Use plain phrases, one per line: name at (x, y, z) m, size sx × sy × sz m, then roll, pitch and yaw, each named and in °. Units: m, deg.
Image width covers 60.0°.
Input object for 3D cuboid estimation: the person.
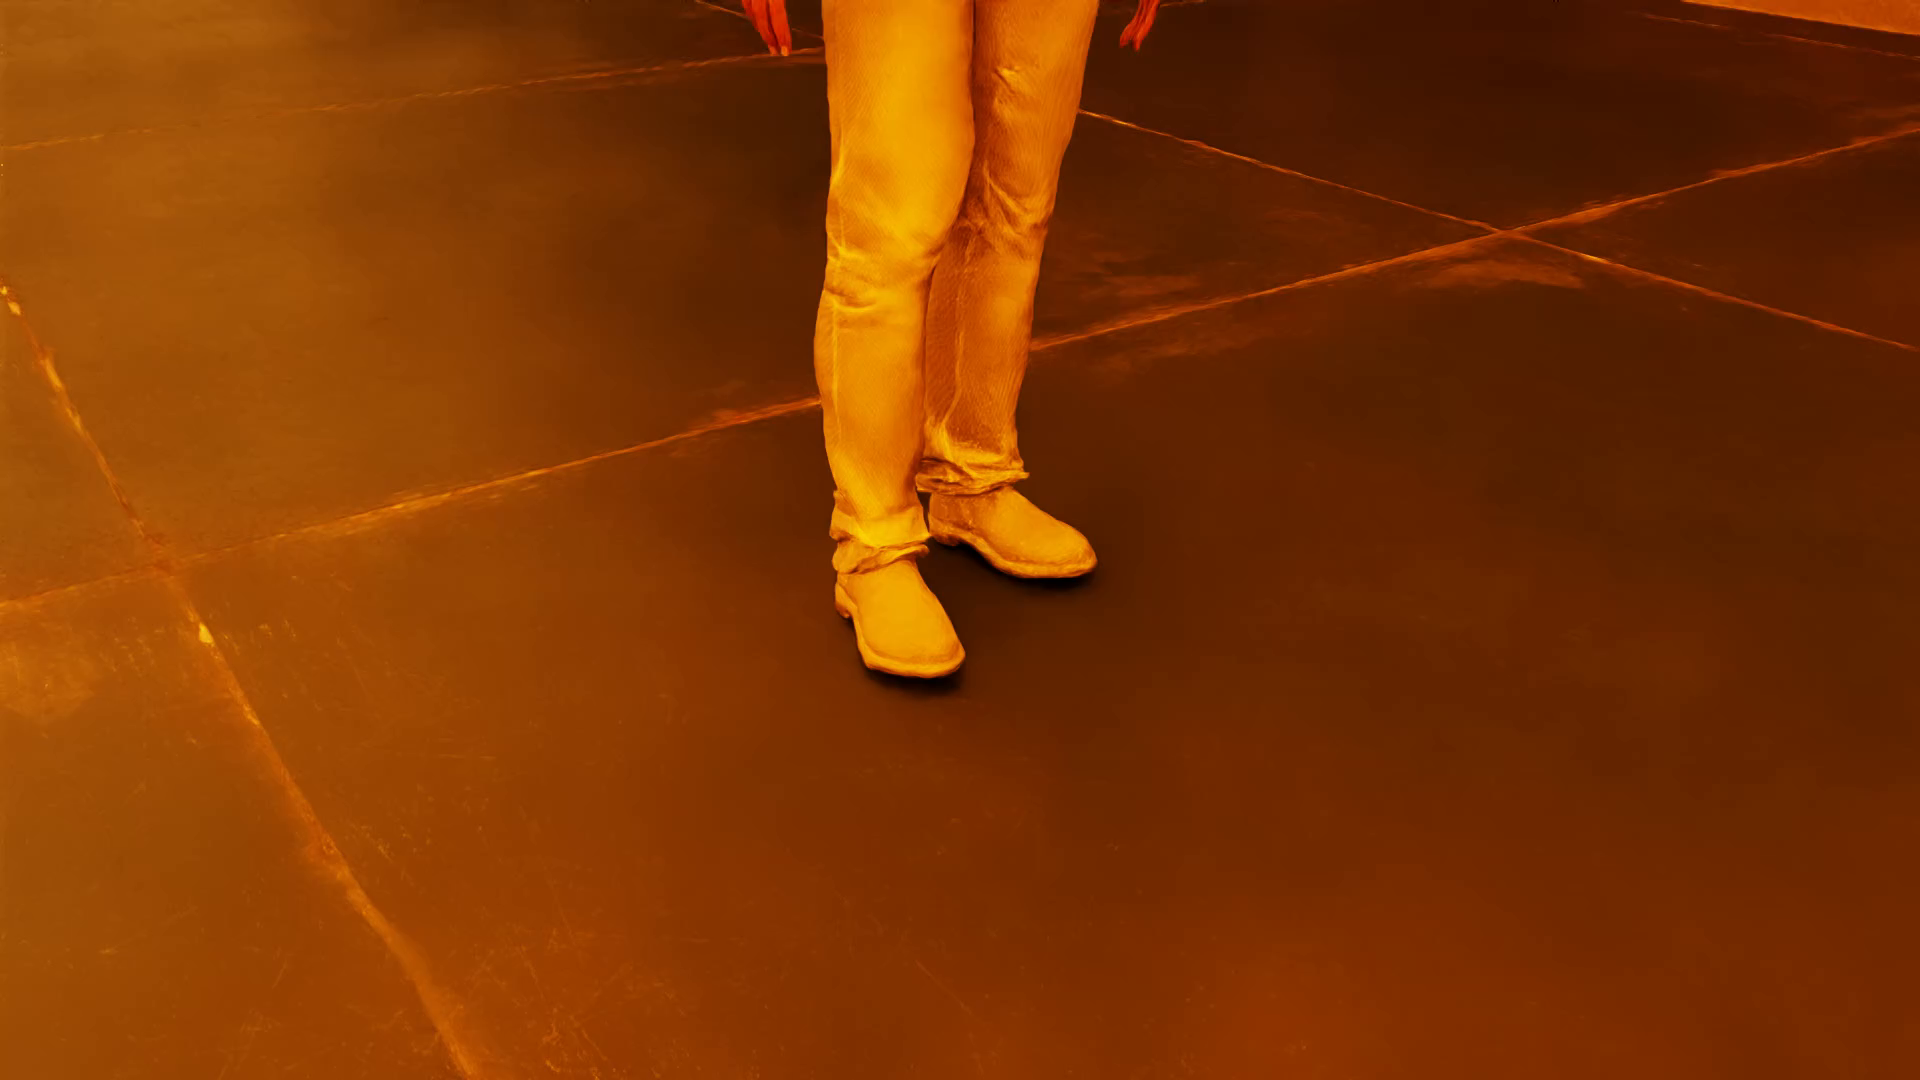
person at (0.031, -0.765, 2.046) m, size 0.655 × 1.760 × 0.576 m, roll -17°, pitch 31°, yaw -31°
